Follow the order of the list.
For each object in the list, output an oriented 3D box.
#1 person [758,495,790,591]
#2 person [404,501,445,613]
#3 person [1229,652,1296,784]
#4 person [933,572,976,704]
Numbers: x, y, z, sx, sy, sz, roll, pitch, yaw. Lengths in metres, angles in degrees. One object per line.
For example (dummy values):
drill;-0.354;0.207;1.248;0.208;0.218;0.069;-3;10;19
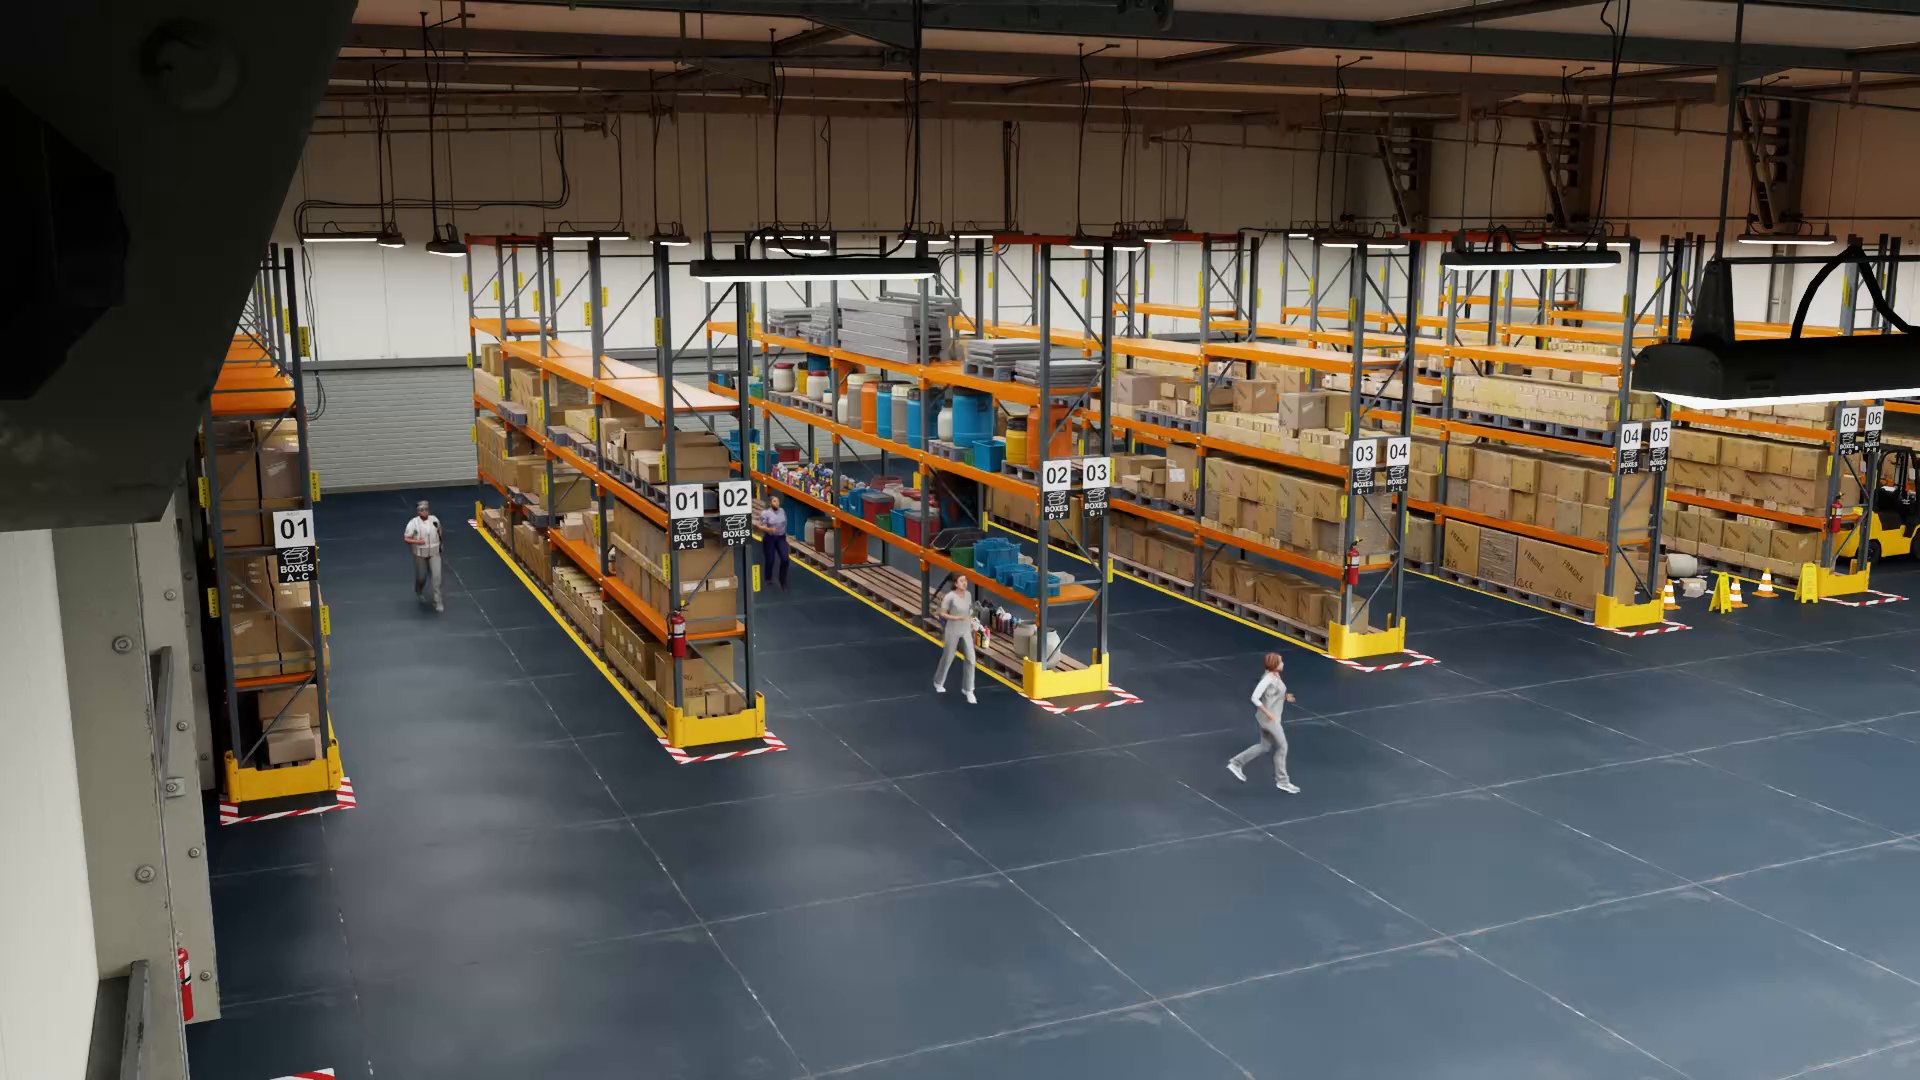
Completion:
person;-3.192;0.062;28.610;0.592;1.699;0.725;-5;12;-26
person;-8.742;0.236;27.216;0.660;1.805;0.969;-7;13;-32
person;3.376;1.968;18.539;0.709;1.506;0.526;2;11;8
person;-0.014;1.270;22.128;0.581;1.726;0.742;-7;13;-31
